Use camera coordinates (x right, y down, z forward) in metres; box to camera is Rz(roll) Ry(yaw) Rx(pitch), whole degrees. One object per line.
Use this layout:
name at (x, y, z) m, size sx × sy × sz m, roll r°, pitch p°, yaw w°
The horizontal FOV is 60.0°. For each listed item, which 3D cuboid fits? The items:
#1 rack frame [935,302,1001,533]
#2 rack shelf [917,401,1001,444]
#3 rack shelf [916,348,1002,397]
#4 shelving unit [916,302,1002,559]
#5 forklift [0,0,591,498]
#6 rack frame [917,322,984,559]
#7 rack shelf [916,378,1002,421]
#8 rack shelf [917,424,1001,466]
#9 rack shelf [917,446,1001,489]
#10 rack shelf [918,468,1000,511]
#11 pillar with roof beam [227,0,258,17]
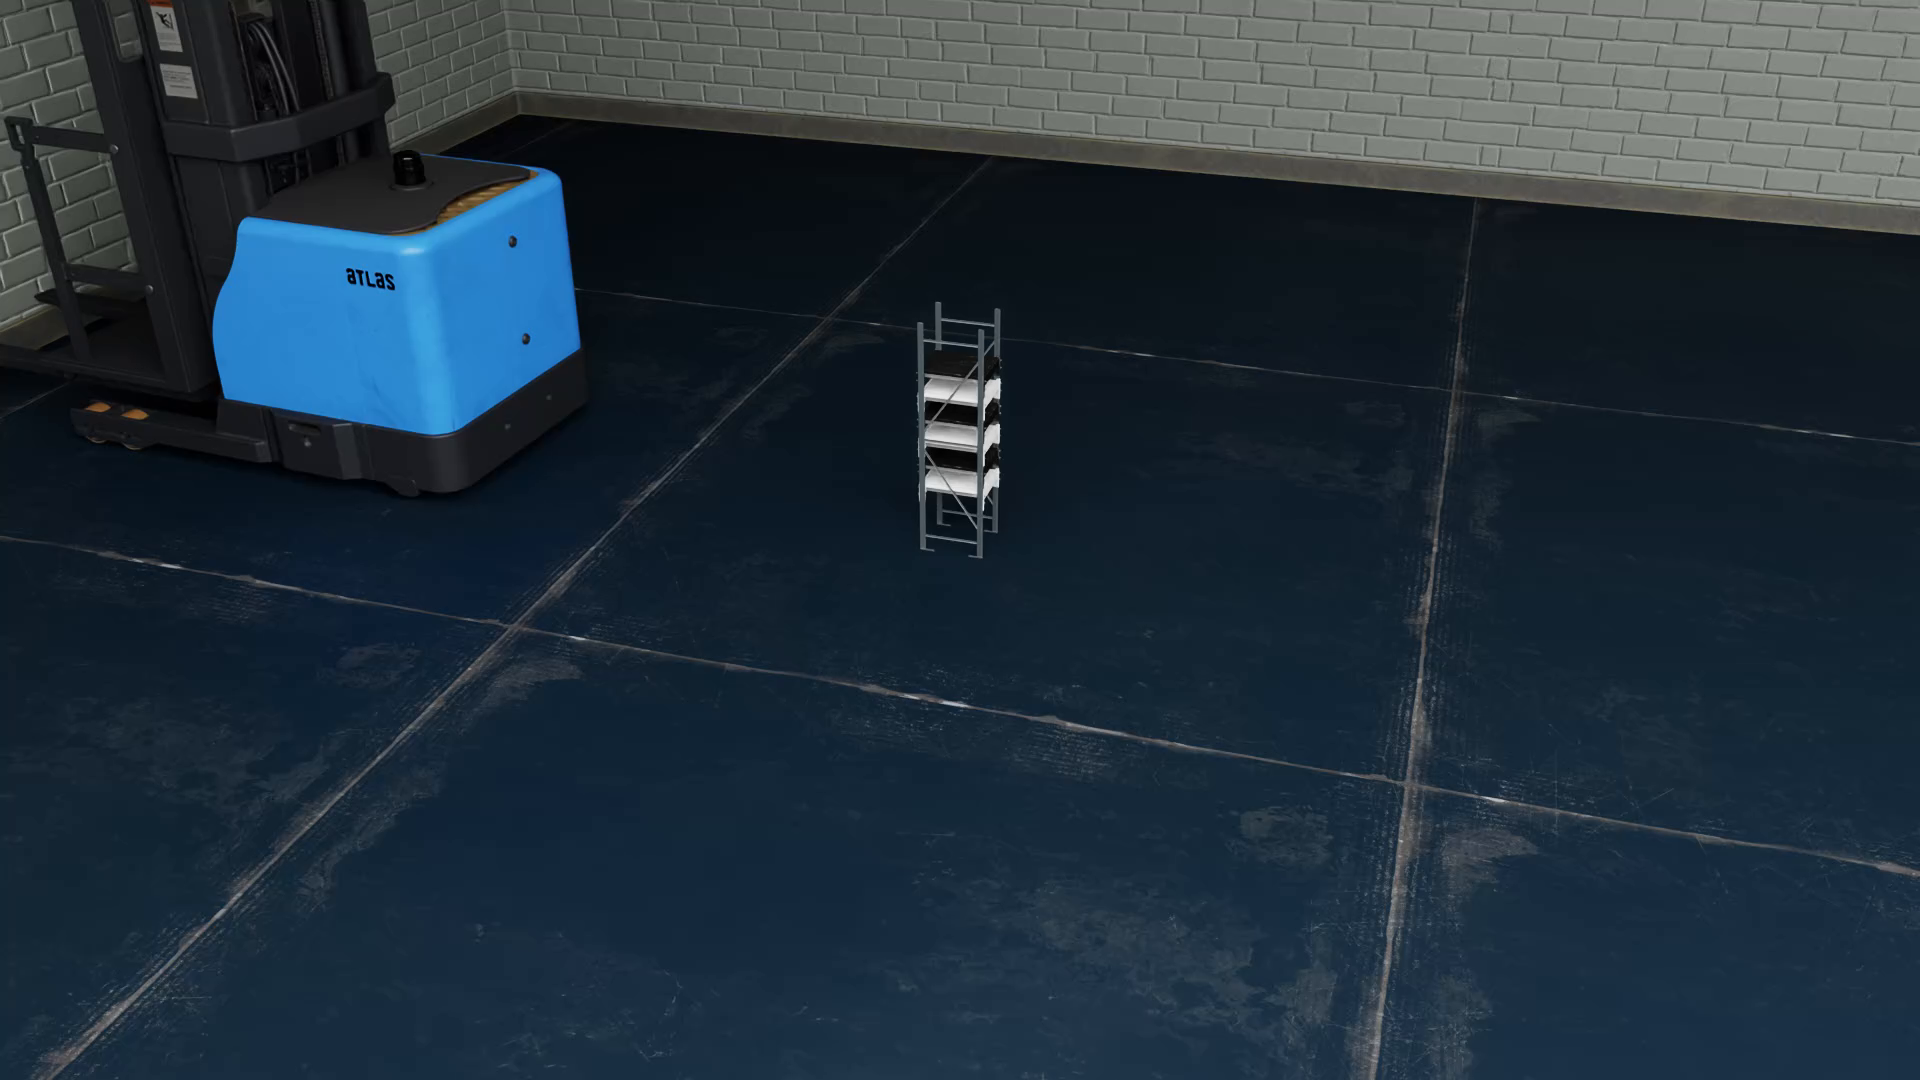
rack frame at (0.027, -0.437, 6.109) m, size 0.240 × 0.900 × 0.006 m, roll 8°, pitch 30°, yaw 15°
rack shelf at (-0.002, -0.439, 5.997) m, size 0.258 × 0.077 × 0.200 m, roll 8°, pitch 30°, yaw 15°
rack shelf at (-0.002, -0.596, 5.909) m, size 0.258 × 0.077 × 0.200 m, roll 8°, pitch 30°, yaw 15°
shelving unit at (-0.002, -0.389, 6.024) m, size 0.258 × 0.900 × 0.210 m, roll 8°, pitch 30°, yaw 15°
forklift at (-3.173, -1.882, 6.618) m, size 3.031 × 2.935 × 1.130 m, roll 10°, pitch 31°, yaw 18°
rack frame at (-0.032, -0.342, 5.940) m, size 0.240 × 0.900 × 0.006 m, roll 8°, pitch 30°, yaw 15°
rack shelf at (-0.002, -0.518, 5.953) m, size 0.258 × 0.077 × 0.200 m, roll 8°, pitch 30°, yaw 15°
rack shelf at (-0.002, -0.360, 6.041) m, size 0.258 × 0.077 × 0.200 m, roll 8°, pitch 30°, yaw 15°
rack shelf at (-0.002, -0.282, 6.084) m, size 0.258 × 0.077 × 0.200 m, roll 8°, pitch 30°, yaw 15°
rack shelf at (-0.002, -0.203, 6.128) m, size 0.258 × 0.077 × 0.200 m, roll 8°, pitch 30°, yaw 15°
pillar with roof beam at (0.289, -4.887, 5.778) m, size 9.100 × 9.000 × 0.400 m, roll 8°, pitch 30°, yaw 15°
